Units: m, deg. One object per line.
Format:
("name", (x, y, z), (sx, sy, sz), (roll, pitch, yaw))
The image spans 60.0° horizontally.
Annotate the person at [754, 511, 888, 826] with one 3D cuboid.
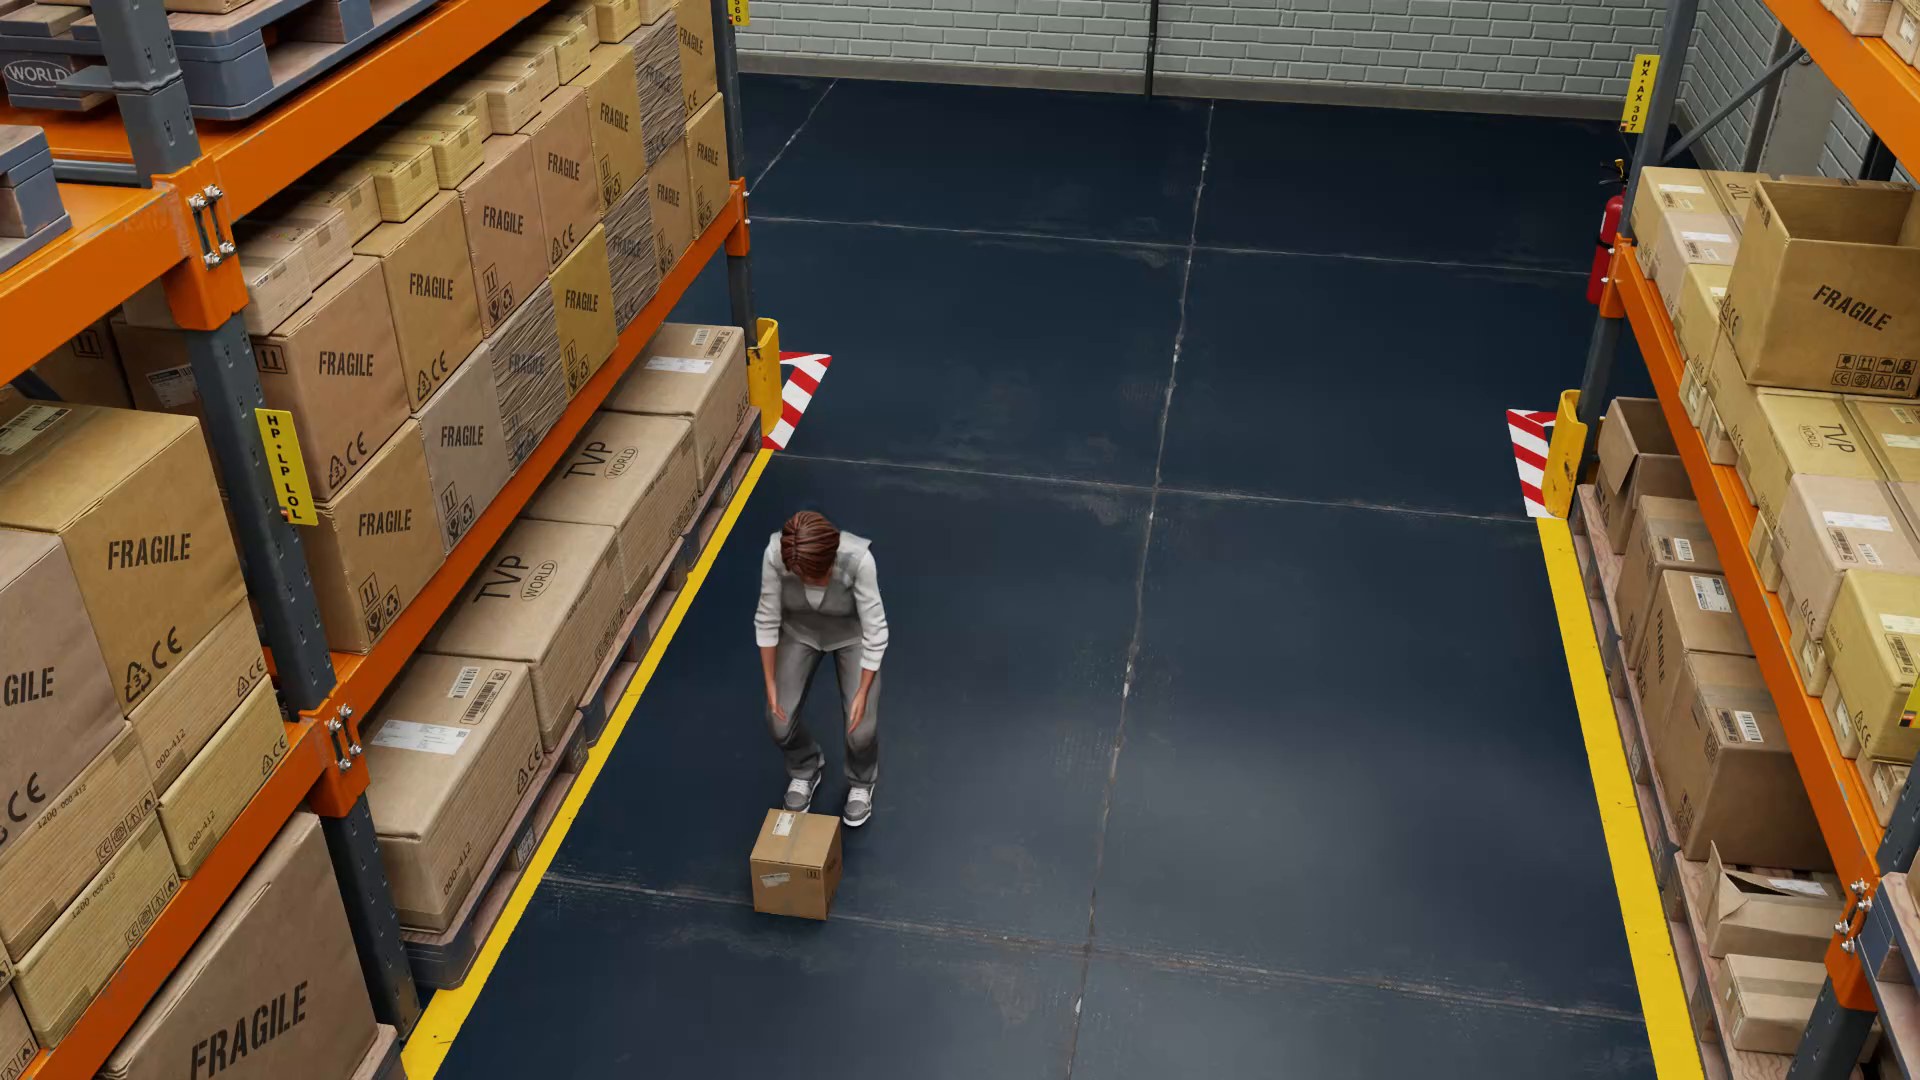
("person", (-0.448, 0.406, 5.731), (0.460, 1.376, 0.602), (6, 33, 9))
